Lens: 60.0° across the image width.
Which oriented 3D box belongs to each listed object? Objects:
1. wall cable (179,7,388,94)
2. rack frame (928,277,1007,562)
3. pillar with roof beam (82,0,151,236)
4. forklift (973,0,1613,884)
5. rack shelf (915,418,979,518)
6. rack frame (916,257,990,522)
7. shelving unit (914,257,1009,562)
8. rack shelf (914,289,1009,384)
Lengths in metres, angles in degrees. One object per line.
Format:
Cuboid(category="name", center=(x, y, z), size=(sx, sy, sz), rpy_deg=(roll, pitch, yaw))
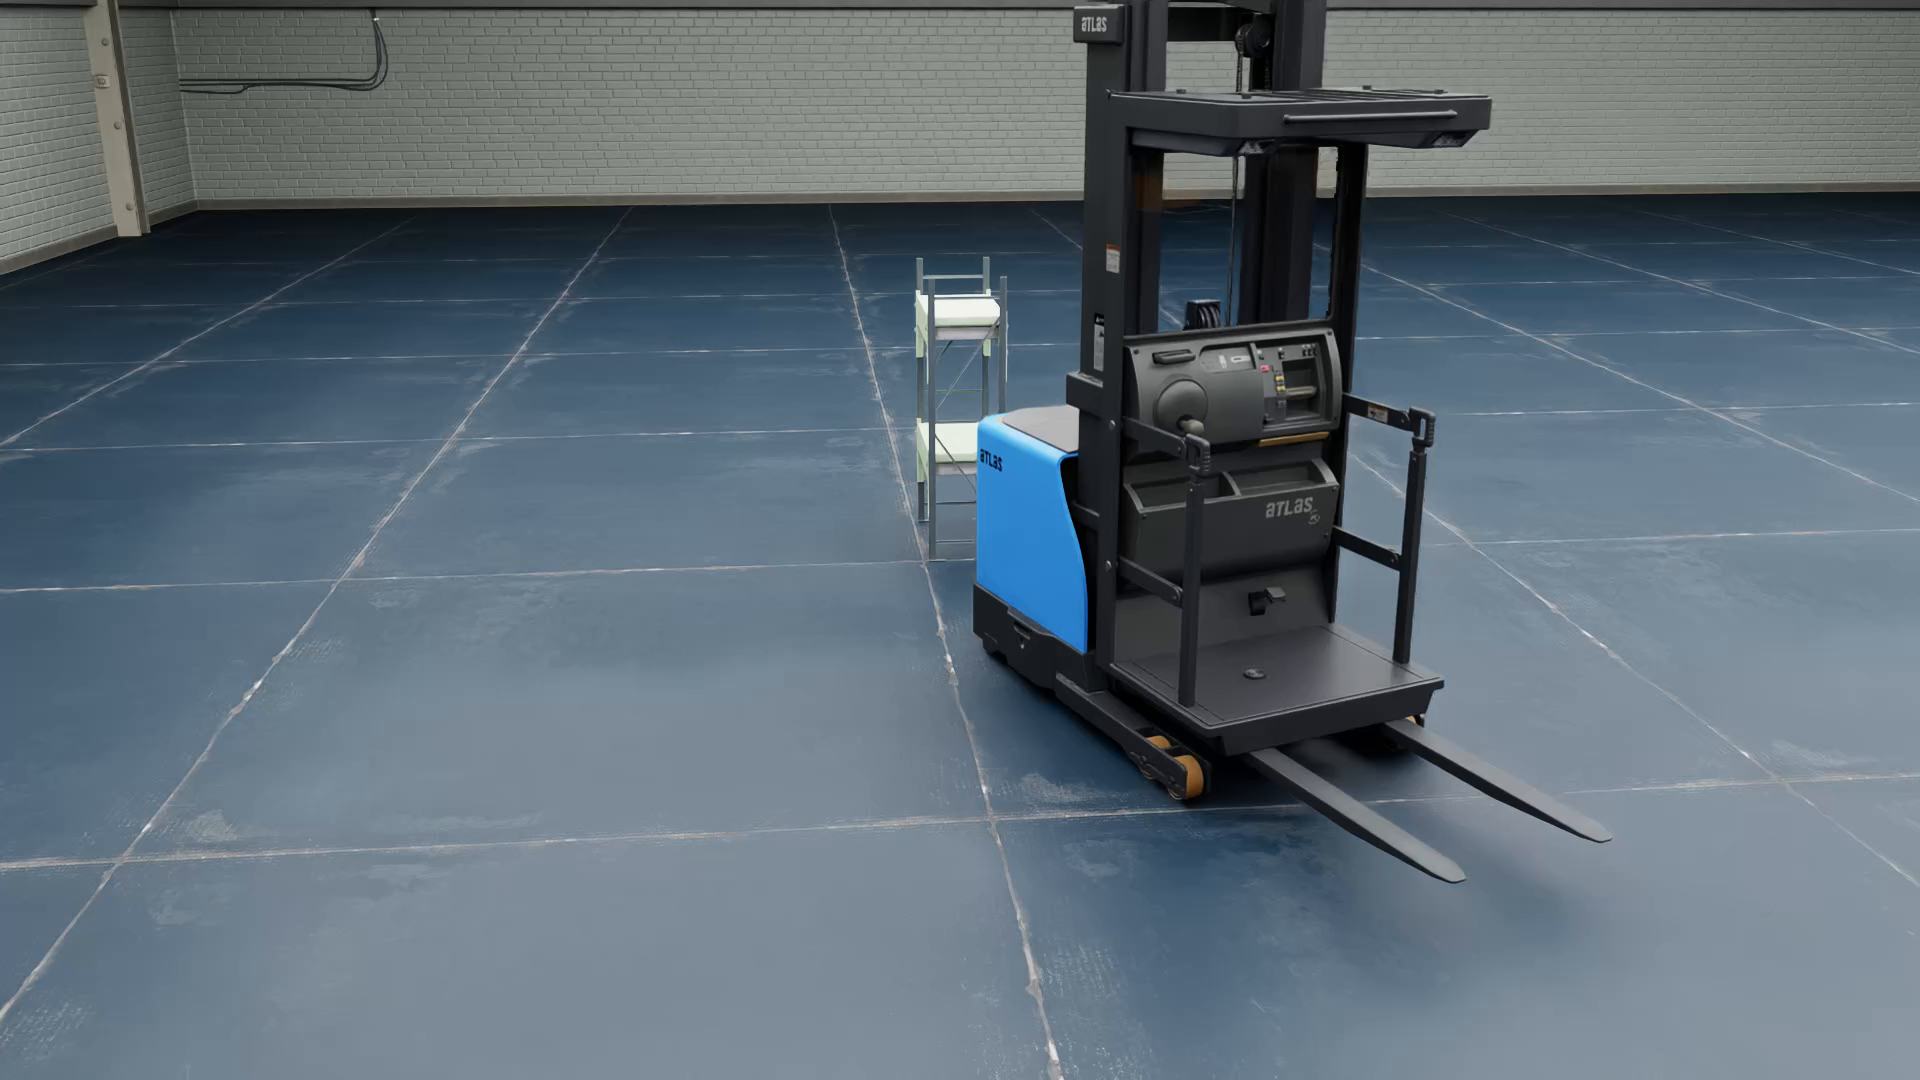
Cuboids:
Cuboid(category="wall cable", center=(-9.994, -7.800, 24.183), size=(3.097, 2.526, 0.112), rpy_deg=(-2, 18, -6))
Cuboid(category="rack frame", center=(0.037, -0.609, 8.611), size=(0.400, 1.500, 0.023), rpy_deg=(-2, 18, -6))
Cuboid(category="pillar with roof beam", center=(-6.724, -8.496, 21.215), size=(9.100, 9.000, 0.400), rpy_deg=(-2, 18, -6))
Cuboid(category="forklift", center=(1.153, -0.589, 6.159), size=(1.130, 2.935, 3.031), rpy_deg=(-8, 19, -24))
Cuboid(category="rack shelf", center=(-0.001, -0.407, 9.056), size=(0.431, 0.370, 0.720), rpy_deg=(-2, 18, -6))
Cuboid(category="rack frame", center=(-0.038, -0.827, 9.306), size=(0.400, 1.500, 0.023), rpy_deg=(-2, 18, -6))
Cuboid(category="shelving unit", center=(-0.001, -0.718, 8.959), size=(0.431, 1.500, 0.755), rpy_deg=(-2, 18, -6))
Cuboid(category="rack shelf", center=(-0.001, -1.090, 8.842), size=(0.431, 0.370, 0.720), rpy_deg=(-2, 18, -6))
